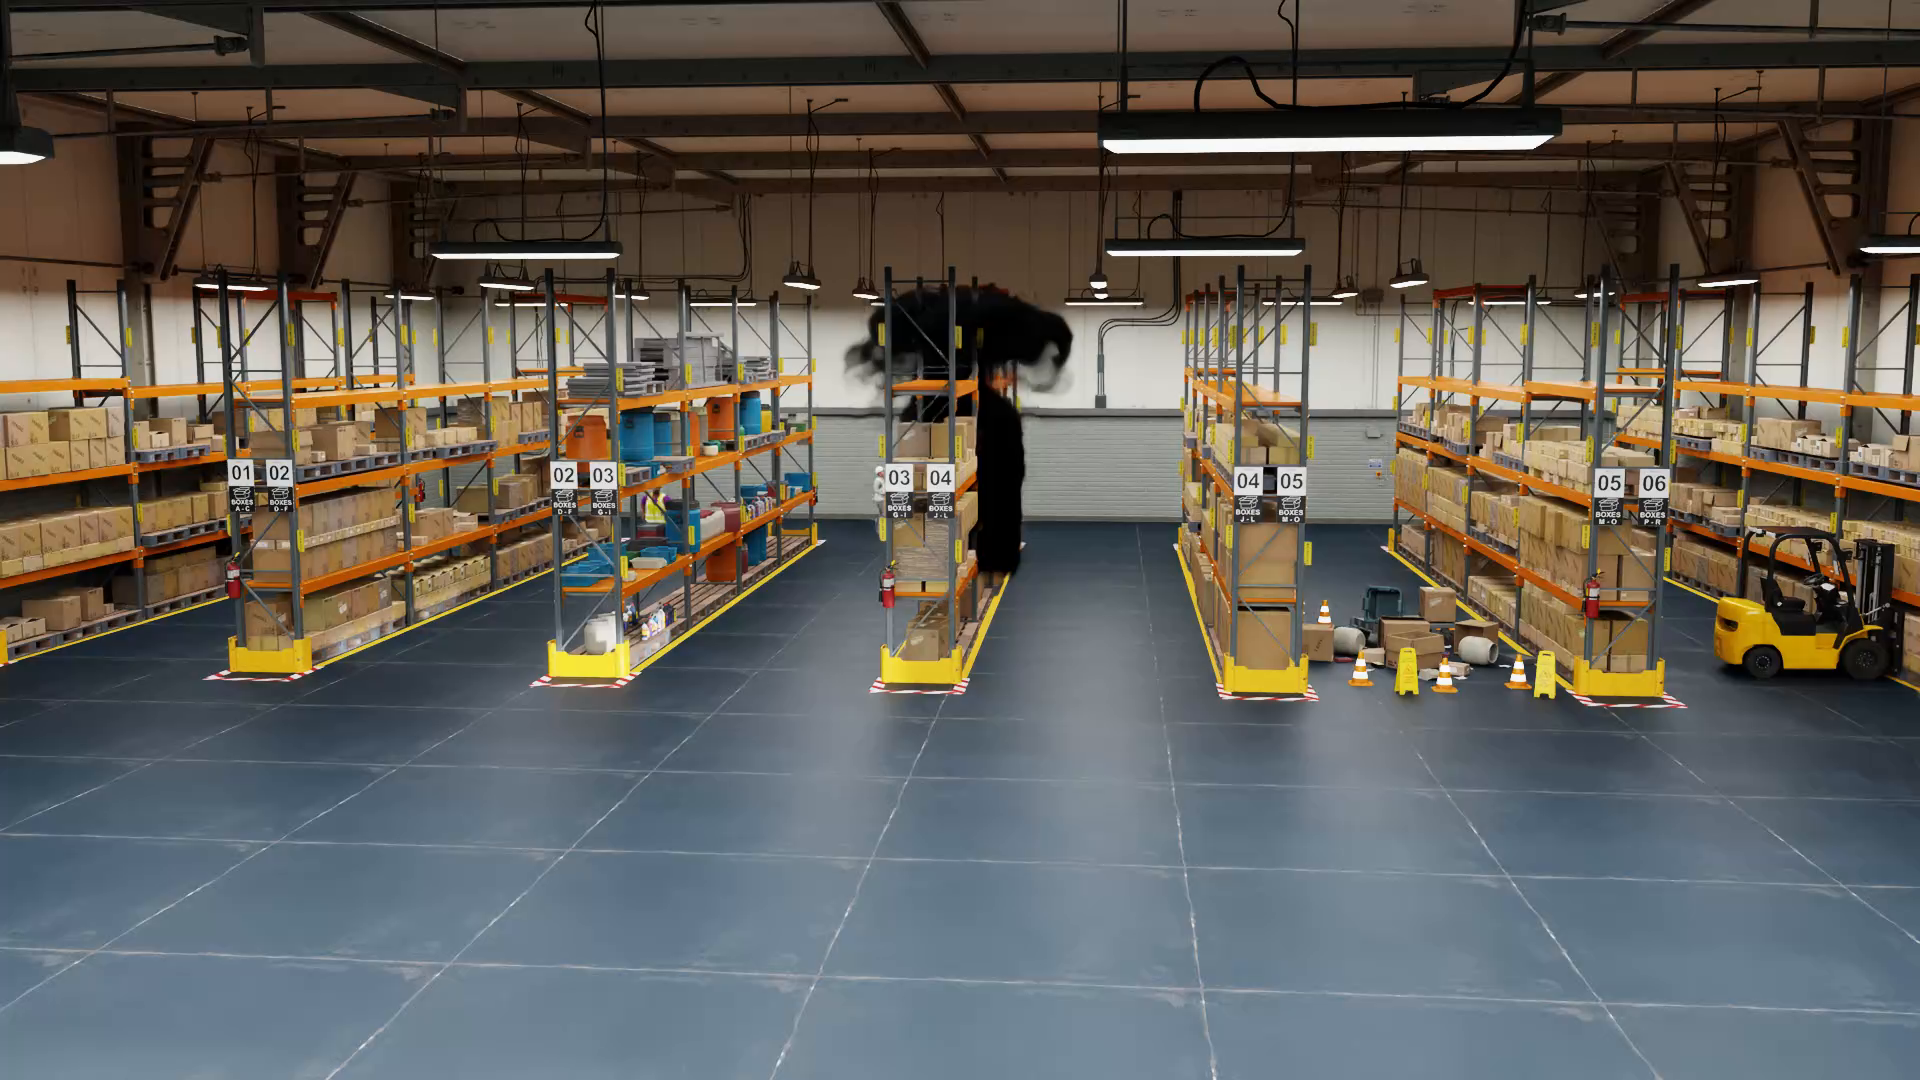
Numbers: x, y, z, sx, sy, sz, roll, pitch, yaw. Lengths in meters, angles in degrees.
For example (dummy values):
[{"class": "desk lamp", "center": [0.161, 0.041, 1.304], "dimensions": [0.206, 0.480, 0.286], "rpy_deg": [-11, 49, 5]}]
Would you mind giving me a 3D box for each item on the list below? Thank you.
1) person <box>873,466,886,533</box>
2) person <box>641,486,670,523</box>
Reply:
[{"class": "person", "center": [-1.963, -1.020, 42.490], "dimensions": [0.522, 1.731, 0.719], "rpy_deg": [2, 7, 17]}, {"class": "person", "center": [-6.281, -0.293, 34.359], "dimensions": [0.672, 1.888, 0.746], "rpy_deg": [0, 7, -2]}]
